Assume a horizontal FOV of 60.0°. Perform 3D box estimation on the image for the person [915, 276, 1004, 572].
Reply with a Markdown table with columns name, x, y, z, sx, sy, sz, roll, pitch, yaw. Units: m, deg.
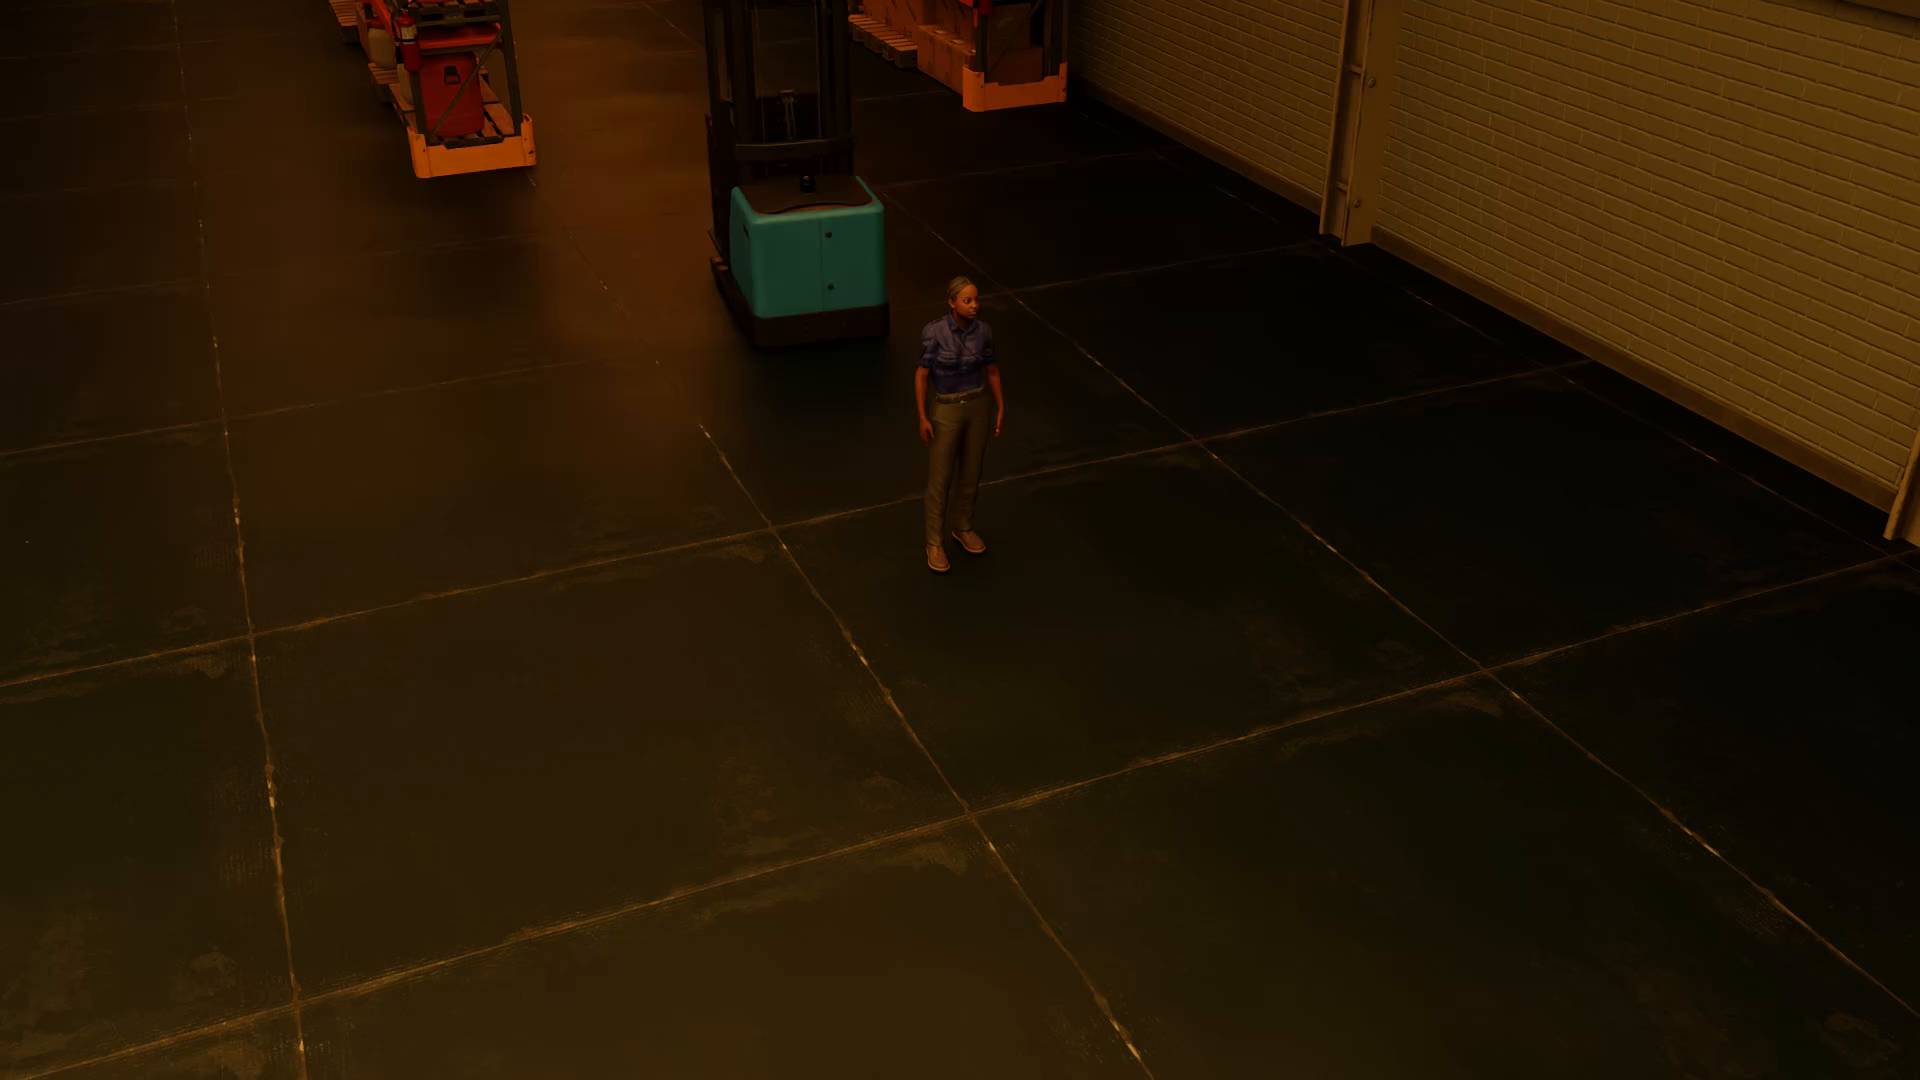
| name | x | y | z | sx | sy | sz | roll | pitch | yaw |
| --- | --- | --- | --- | --- | --- | --- | --- | --- | --- |
| person | 0.017 | -0.680 | 9.582 | 0.569 | 1.654 | 0.504 | -12 | 32 | -20 |

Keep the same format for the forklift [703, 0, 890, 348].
| name | x | y | z | sx | sy | sz | roll | pitch | yaw |
| --- | --- | --- | --- | --- | --- | --- | --- | --- | --- |
| forklift | -1.457 | -3.426 | 13.112 | 1.130 | 2.935 | 3.031 | -9 | 31 | -15 |
